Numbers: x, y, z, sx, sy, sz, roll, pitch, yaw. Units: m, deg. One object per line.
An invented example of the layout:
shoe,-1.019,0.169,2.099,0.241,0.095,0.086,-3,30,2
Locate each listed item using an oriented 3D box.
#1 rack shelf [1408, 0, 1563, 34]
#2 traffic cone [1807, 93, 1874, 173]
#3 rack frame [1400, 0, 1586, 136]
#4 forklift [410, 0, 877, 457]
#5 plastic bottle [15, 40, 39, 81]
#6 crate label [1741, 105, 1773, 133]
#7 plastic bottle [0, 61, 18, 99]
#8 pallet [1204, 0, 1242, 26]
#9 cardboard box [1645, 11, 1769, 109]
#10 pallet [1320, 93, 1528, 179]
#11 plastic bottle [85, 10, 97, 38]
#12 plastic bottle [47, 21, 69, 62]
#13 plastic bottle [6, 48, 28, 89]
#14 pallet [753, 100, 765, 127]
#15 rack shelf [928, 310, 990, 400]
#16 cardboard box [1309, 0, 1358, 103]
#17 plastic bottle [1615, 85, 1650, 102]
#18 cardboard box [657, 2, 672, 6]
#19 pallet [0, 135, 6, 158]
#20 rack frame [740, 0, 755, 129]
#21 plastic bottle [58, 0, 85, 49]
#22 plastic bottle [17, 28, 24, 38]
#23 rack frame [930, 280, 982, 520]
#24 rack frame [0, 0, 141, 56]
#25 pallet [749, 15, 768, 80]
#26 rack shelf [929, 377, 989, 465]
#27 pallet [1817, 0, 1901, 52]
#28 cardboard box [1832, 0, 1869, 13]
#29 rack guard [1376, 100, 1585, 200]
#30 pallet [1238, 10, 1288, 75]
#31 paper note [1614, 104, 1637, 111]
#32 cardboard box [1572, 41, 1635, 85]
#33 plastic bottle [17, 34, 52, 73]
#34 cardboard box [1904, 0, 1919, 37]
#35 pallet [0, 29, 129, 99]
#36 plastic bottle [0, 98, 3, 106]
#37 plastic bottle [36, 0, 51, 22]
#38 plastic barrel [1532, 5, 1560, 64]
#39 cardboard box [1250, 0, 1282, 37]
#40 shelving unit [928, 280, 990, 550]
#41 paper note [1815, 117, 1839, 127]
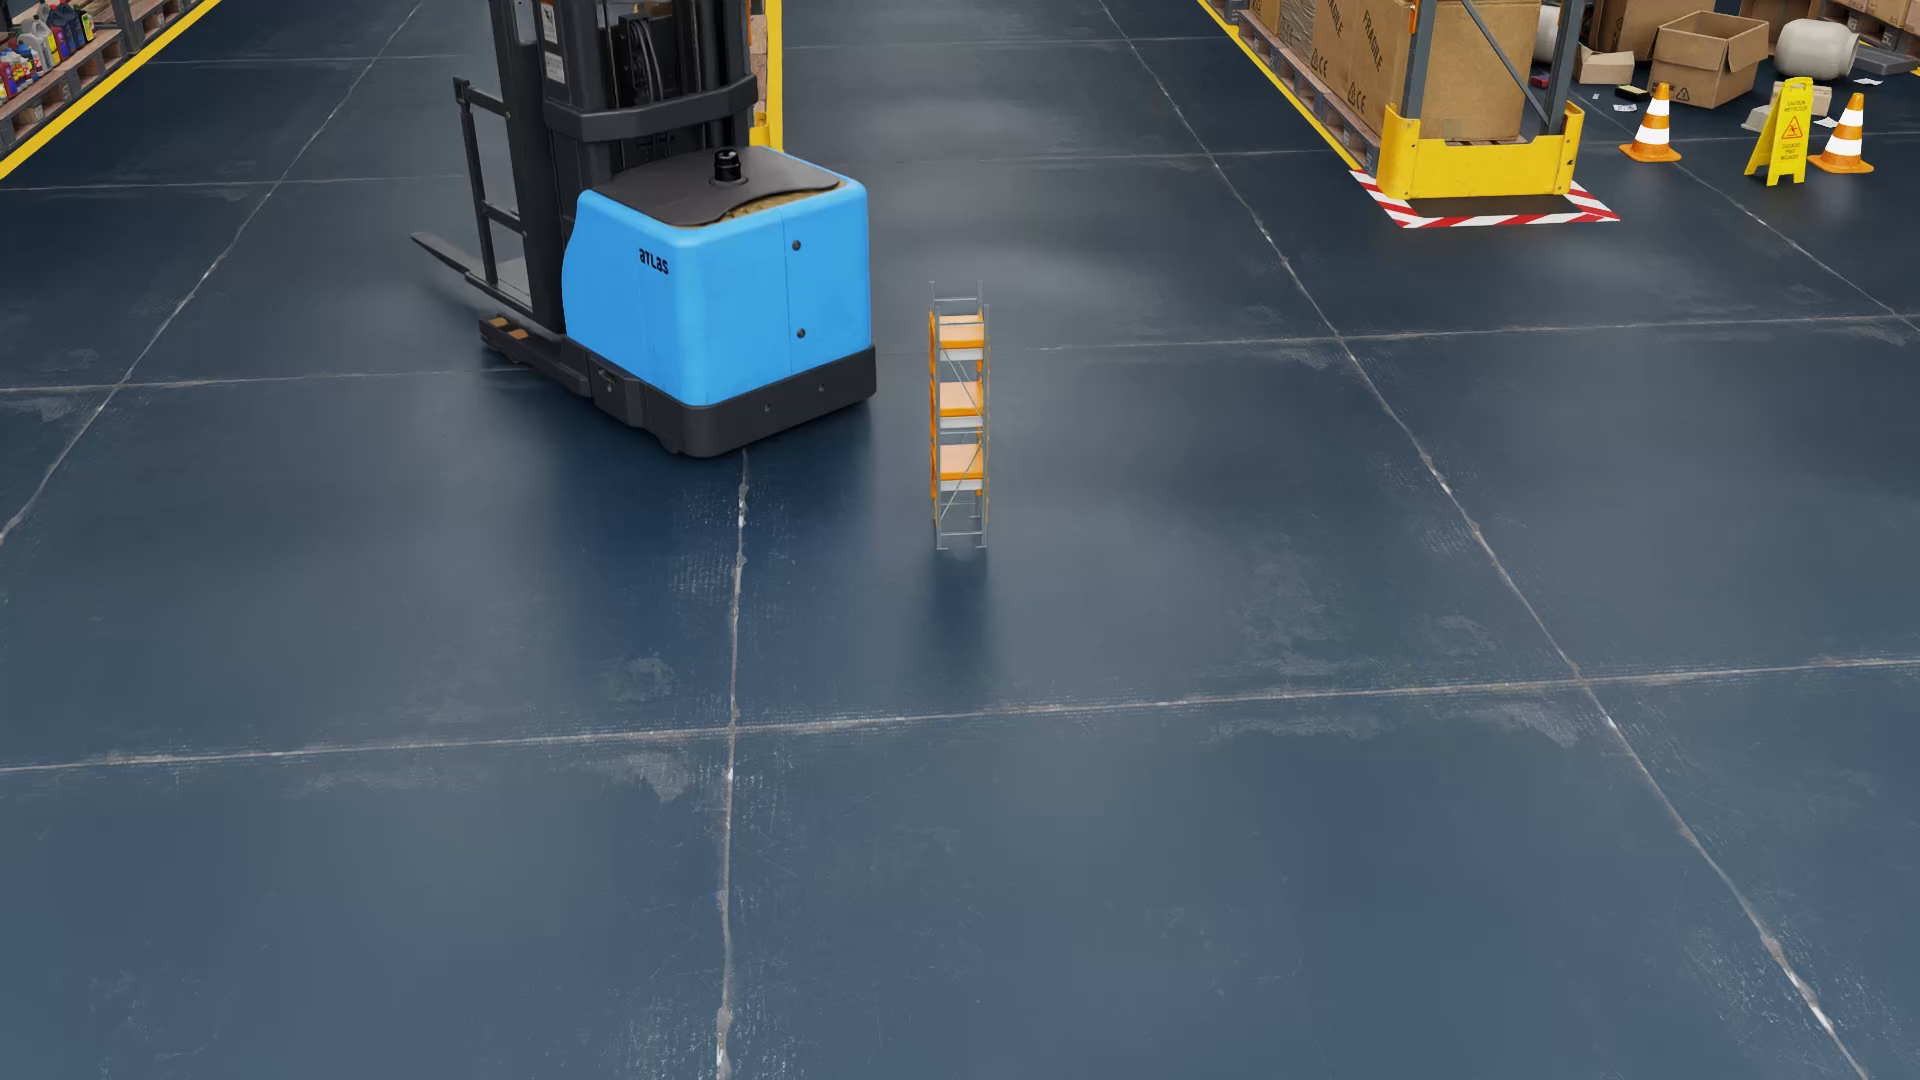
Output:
rack shelf,3.031,-4.228,11.605,1.077,0.370,4.000,-3,31,-5
traffic cone,5.739,-2.646,10.729,0.336,0.463,0.334,-3,31,-5
rack frame,3.218,-3.516,9.711,1.000,3.000,0.127,-3,31,-5
forklift,-1.753,-2.287,7.720,1.130,2.935,3.031,-25,39,-35
plastic bottle,-6.581,-3.380,11.715,0.097,0.271,0.097,0,31,0
crate label,5.603,-2.905,11.480,0.250,0.136,0.298,-20,36,-30
plastic bottle,-6.523,-3.172,11.355,0.061,0.283,0.133,-2,31,-4
pallet,2.697,-4.751,14.498,1.003,0.211,1.213,-3,31,-5
cardboard box,5.452,-3.508,12.133,0.637,0.503,0.797,27,40,37
pallet,3.065,-2.723,11.103,1.003,0.211,1.213,-3,31,-5
plastic bottle,-6.691,-3.952,12.741,0.097,0.201,0.097,0,31,0
plastic bottle,-6.613,-3.663,12.177,0.061,0.283,0.133,-1,31,-1
plastic bottle,-6.562,-3.277,11.542,0.097,0.271,0.097,0,31,0
pallet,-1.778,-2.588,10.876,1.003,0.211,1.213,-3,31,-5
rack shelf,-0.005,-0.713,6.386,0.215,0.259,0.240,-3,31,-5
cardboard box,3.004,-3.576,11.474,0.875,0.875,0.875,-3,31,-5
plastic bottle,4.900,-3.280,12.181,0.133,0.061,0.283,-14,33,-22
cardboard box,-1.909,-3.668,11.993,0.500,0.500,0.500,-5,31,-9
pallet,-6.786,-2.347,10.473,1.003,0.211,1.213,-3,31,-5
rack frame,-1.730,-3.330,9.399,1.000,3.000,0.127,-3,31,-5
plastic bottle,-6.688,-3.871,12.460,0.144,0.351,0.185,-4,31,-6
plastic bottle,-6.739,-3.561,12.007,0.061,0.283,0.133,-3,31,-5
rack frame,-0.016,-0.540,6.631,0.200,1.050,0.008,-3,31,-5
rack frame,-7.035,-5.134,12.421,1.000,3.000,0.127,-3,31,-5
pallet,-2.006,-3.833,12.962,1.003,0.211,1.213,-3,31,-5
rack shelf,-0.005,-0.469,6.532,0.215,0.259,0.240,-3,31,-5
pallet,7.861,-4.308,13.757,1.003,0.211,1.213,-3,31,-5
cardboard box,7.549,-4.532,13.685,0.500,0.250,0.500,-4,31,-7
rack guard,3.220,-2.430,10.331,1.175,0.500,0.348,-3,31,-5
pallet,2.837,-3.969,13.188,1.003,0.211,1.213,-3,31,-5
paper note,4.765,-3.101,11.913,0.144,0.017,0.142,8,32,13
cardboard box,4.838,-3.595,12.509,0.396,0.266,0.258,2,31,4
plastic bottle,-6.629,-3.493,11.900,0.152,0.276,0.135,-2,31,-4
cardboard box,7.662,-3.990,12.776,0.500,0.250,0.500,-3,31,-5
pallet,-7.014,-3.592,12.559,1.003,0.211,1.213,-3,31,-5
plastic bottle,-6.520,-3.050,11.163,0.097,0.271,0.097,0,31,0
plastic bottle,-6.831,-3.864,12.448,0.144,0.351,0.185,-3,31,-5
plastic barrel,4.477,-3.946,12.944,0.512,0.421,0.421,20,36,29
cardboard box,2.833,-4.501,13.024,0.875,0.875,0.875,-2,31,-4
shelving unit,-0.005,-0.478,6.527,0.215,1.050,0.252,-3,31,-5
paper note,6.066,-2.917,11.604,0.148,0.019,0.142,-14,33,-22
